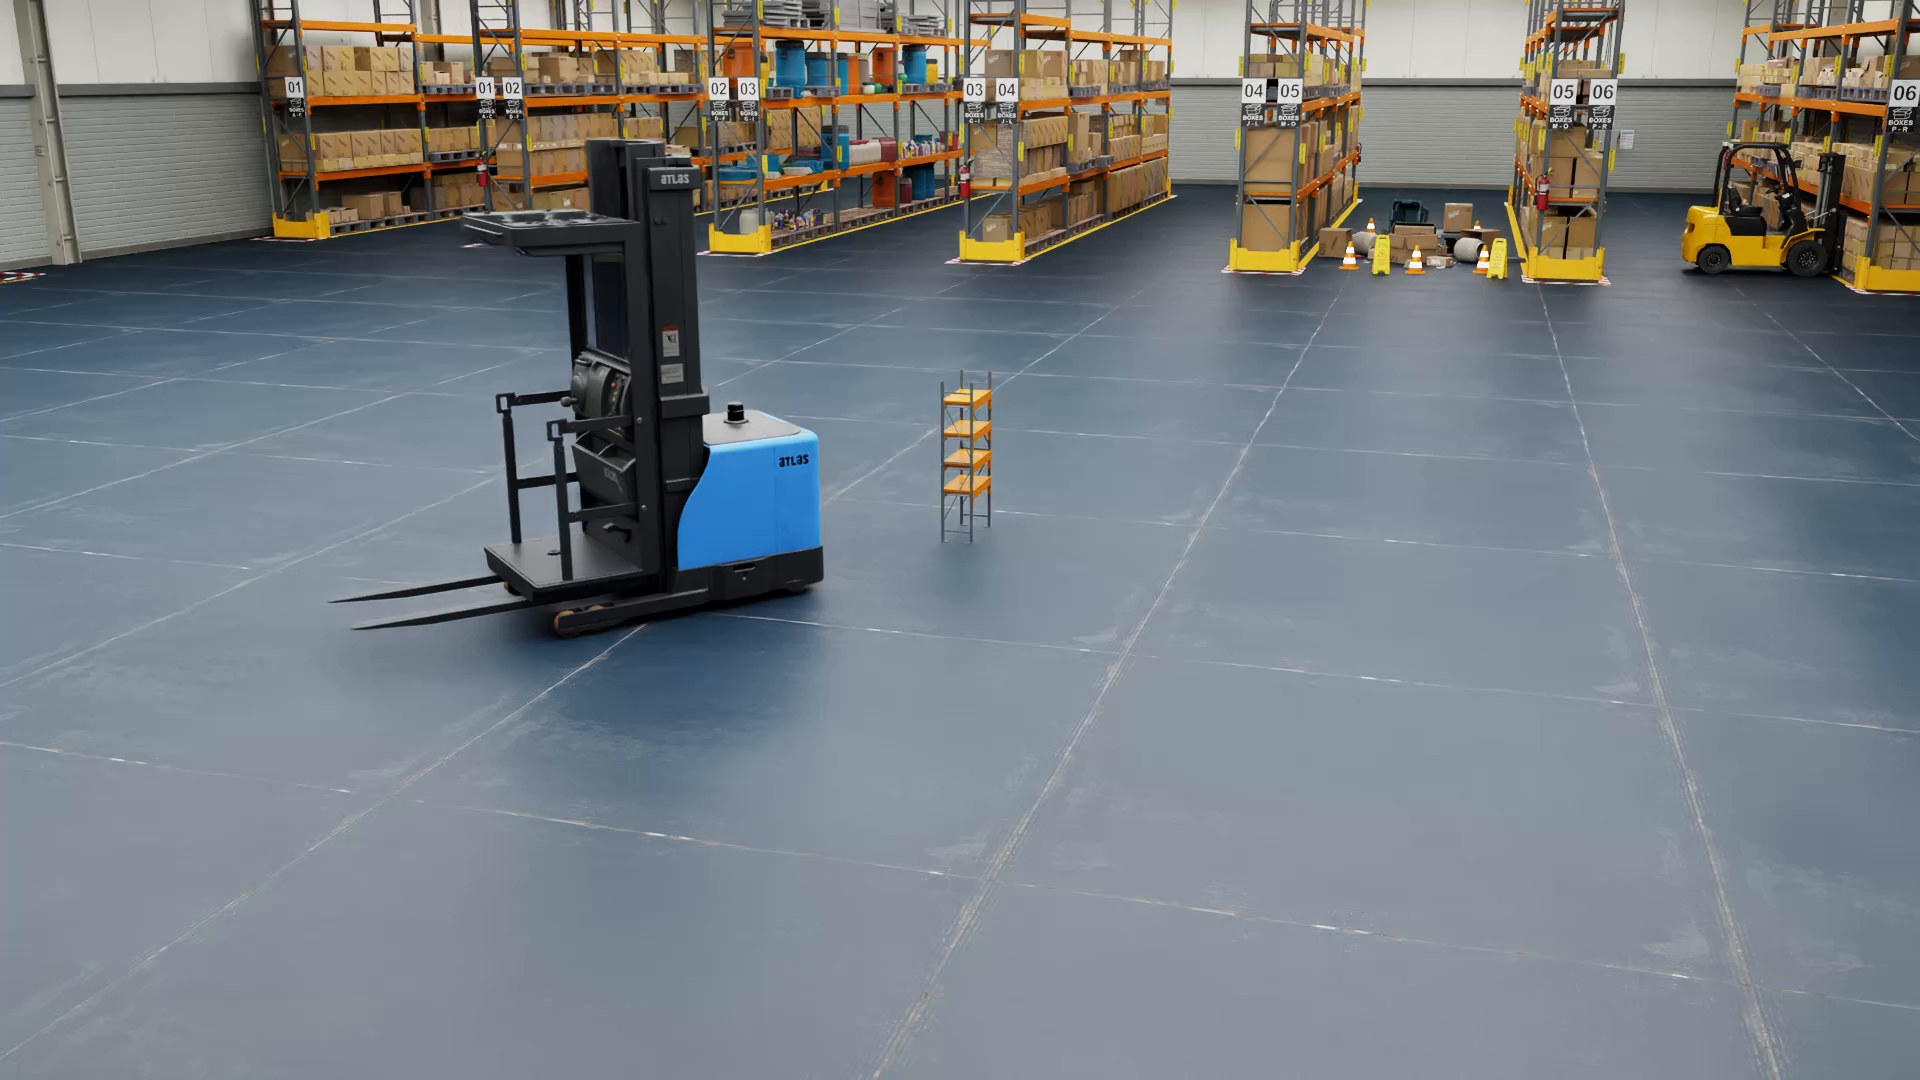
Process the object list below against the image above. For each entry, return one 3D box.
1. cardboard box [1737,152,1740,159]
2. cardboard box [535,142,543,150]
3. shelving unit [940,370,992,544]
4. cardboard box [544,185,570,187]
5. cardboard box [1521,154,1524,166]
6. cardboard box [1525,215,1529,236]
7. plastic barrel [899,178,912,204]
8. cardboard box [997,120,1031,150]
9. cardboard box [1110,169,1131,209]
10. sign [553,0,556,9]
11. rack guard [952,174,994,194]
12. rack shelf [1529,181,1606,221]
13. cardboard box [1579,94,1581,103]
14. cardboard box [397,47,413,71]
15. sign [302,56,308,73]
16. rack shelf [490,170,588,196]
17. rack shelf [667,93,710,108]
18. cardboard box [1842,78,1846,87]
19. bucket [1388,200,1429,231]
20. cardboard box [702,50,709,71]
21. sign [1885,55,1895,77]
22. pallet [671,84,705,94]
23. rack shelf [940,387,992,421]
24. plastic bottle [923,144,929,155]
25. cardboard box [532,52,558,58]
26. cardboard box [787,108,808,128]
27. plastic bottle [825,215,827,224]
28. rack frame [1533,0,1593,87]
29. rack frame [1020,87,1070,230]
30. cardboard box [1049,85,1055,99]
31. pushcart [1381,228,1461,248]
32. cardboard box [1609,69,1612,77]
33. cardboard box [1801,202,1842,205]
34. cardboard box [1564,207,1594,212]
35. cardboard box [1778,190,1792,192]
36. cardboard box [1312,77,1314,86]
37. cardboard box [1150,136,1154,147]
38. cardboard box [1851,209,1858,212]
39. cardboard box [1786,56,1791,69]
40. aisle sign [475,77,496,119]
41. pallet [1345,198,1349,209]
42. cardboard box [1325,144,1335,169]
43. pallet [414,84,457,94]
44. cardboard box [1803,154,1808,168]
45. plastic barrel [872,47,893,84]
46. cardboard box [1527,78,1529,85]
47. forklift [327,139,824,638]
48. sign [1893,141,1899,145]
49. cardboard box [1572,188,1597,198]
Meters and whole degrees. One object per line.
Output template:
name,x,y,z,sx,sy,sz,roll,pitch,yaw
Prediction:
cardboard box,18.602,-9.088,39.334,0.380,0.149,0.250,4,16,14
cardboard box,-8.542,-7.858,33.164,0.380,0.149,0.250,4,16,14
shelving unit,0.047,-0.621,12.318,0.258,1.200,0.503,5,16,16
cardboard box,-8.512,-7.270,35.360,0.500,0.500,0.500,5,16,16
cardboard box,12.640,-8.379,36.649,0.500,0.250,0.500,4,16,15
cardboard box,11.550,-6.115,32.437,0.950,0.372,0.625,6,17,19
plastic barrel,-1.468,-8.517,40.510,0.600,0.588,0.708,5,16,16
cardboard box,0.982,-7.368,30.249,0.500,0.500,0.500,5,16,16
cardboard box,3.314,-8.258,39.070,1.225,0.875,0.875,5,16,16
sign,-10.798,-14.326,44.345,0.100,0.325,0.005,5,16,16
rack guard,0.357,-9.948,46.486,1.175,0.500,0.348,5,16,16
rack shelf,10.634,-5.982,29.241,1.077,0.370,4.000,5,16,16
cardboard box,10.686,-7.467,28.123,0.380,0.149,0.250,4,16,14
cardboard box,-12.429,-10.602,36.661,0.500,0.500,0.500,3,16,11
sign,-13.163,-9.547,33.393,0.100,0.325,0.005,5,16,16
rack shelf,-8.364,-7.520,34.662,1.077,0.370,4.000,5,16,16
rack shelf,-6.091,-11.056,41.632,1.077,0.370,4.000,5,16,16
cardboard box,15.544,-7.946,28.857,0.380,0.149,0.250,5,17,17
bucket,8.599,-6.151,31.731,0.726,0.611,0.620,11,9,35
cardboard box,-6.384,-11.655,40.410,0.500,0.500,0.500,5,16,16
sign,14.309,-7.298,25.586,0.100,0.325,0.005,5,16,16
pallet,-6.767,-10.603,39.064,1.213,0.211,1.003,5,17,18
rack shelf,0.047,-0.999,12.211,0.258,0.148,0.480,5,16,16
plastic bottle,-0.862,-9.646,41.069,0.152,0.276,0.135,5,16,16
cardboard box,-10.791,-12.563,43.264,0.500,0.250,0.500,4,16,14
cardboard box,-4.534,-11.652,45.896,0.500,0.500,0.500,5,17,17
plastic bottle,-2.852,-6.750,34.953,0.097,0.201,0.097,0,16,0
rack frame,12.339,-10.784,33.858,1.000,3.000,0.127,5,16,16
rack frame,1.701,-7.620,33.697,1.000,3.000,0.127,5,16,16
cardboard box,1.523,-8.582,31.866,0.500,0.250,0.500,5,16,15
pushcart,9.002,-5.754,31.923,1.648,0.377,0.936,-1,16,-3
cardboard box,10.691,-7.776,27.748,0.380,0.149,0.250,5,16,16
cardboard box,16.730,-6.240,32.414,0.875,0.625,0.625,5,17,18
cardboard box,11.005,-5.649,29.643,0.500,0.500,0.500,6,17,19
cardboard box,17.519,-7.379,35.472,0.380,0.149,0.250,5,17,16
cardboard box,6.126,-8.196,29.740,0.380,0.149,0.250,5,17,16
cardboard box,4.647,-10.152,42.354,0.500,0.250,0.500,5,17,17
cardboard box,16.008,-5.684,29.309,0.500,0.250,0.500,5,17,17
cardboard box,18.214,-10.390,36.169,0.396,0.266,0.258,4,16,15
aisle sign,-9.233,-8.599,32.384,0.394,0.787,0.004,5,16,16
pallet,9.203,-8.459,41.765,1.003,0.211,1.213,5,16,16
cardboard box,7.694,-8.165,35.435,0.500,0.500,0.500,5,16,16
pallet,-12.269,-10.278,37.916,1.213,0.211,1.003,5,16,16
cardboard box,16.308,-7.183,31.516,0.500,0.250,0.500,5,17,17
plastic barrel,-1.747,-11.050,38.738,0.600,0.830,0.708,5,16,16
cardboard box,12.780,-10.173,36.860,0.380,0.166,0.250,3,16,12
forklift,-2.434,-0.973,10.389,3.031,2.935,1.130,-10,19,-31
sign,16.495,-6.879,29.355,0.100,0.325,0.005,5,16,16
cardboard box,10.360,-5.757,27.589,0.380,0.149,0.250,5,16,16
